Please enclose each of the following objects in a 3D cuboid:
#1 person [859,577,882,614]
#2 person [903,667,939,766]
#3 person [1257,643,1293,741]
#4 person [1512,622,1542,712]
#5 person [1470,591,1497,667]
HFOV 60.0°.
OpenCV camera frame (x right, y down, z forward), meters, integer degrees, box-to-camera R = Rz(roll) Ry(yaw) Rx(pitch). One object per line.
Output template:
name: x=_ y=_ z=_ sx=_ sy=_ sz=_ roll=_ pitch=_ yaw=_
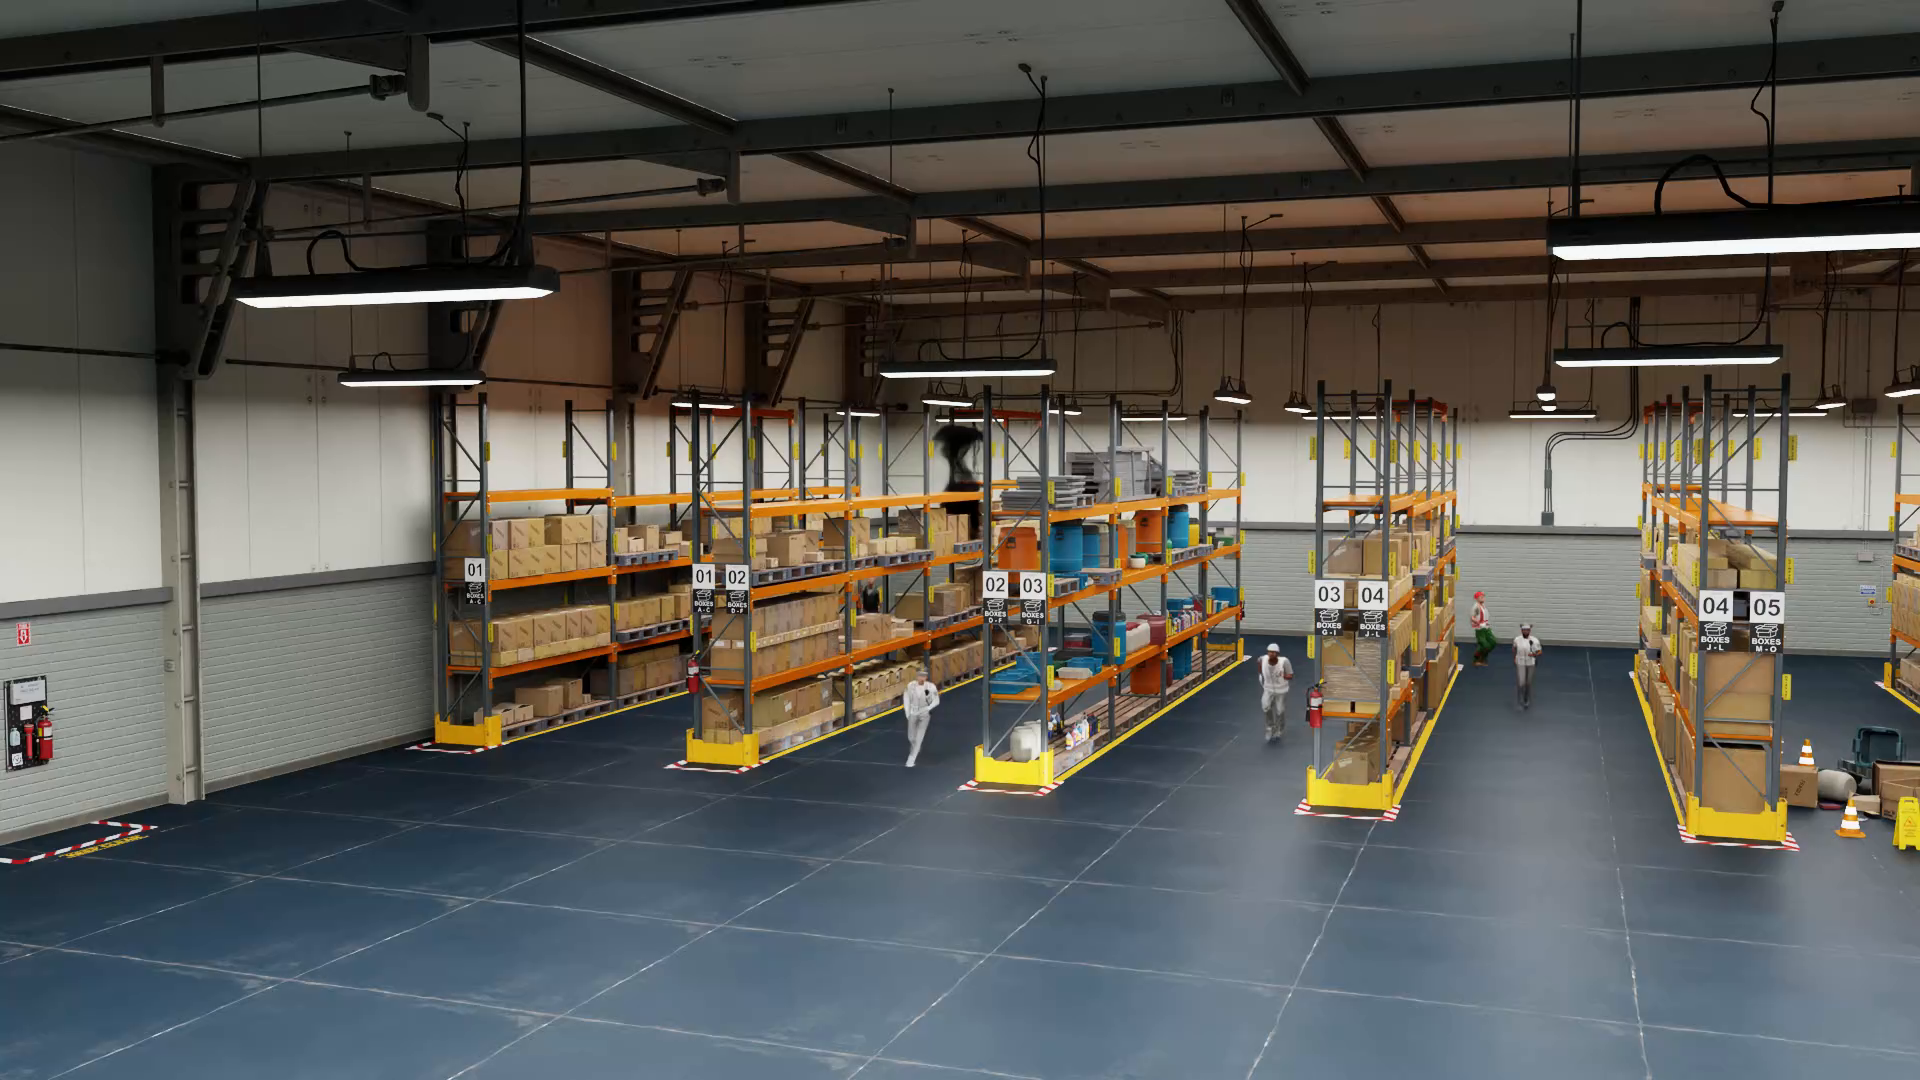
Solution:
person: x=-2.157 y=1.759 z=40.537 sx=0.660 sy=1.622 sz=0.599 roll=1 pitch=3 yaw=13
person: x=-0.619 y=2.797 z=26.522 sx=0.593 sy=1.614 sz=0.594 roll=0 pitch=3 yaw=3
person: x=5.391 y=2.603 z=28.514 sx=0.663 sy=1.704 sz=0.910 roll=1 pitch=3 yaw=20
person: x=10.961 y=2.457 z=32.169 sx=0.554 sy=1.736 sz=0.717 roll=1 pitch=3 yaw=19
person: x=12.163 y=2.077 z=38.664 sx=0.706 sy=1.760 sz=0.560 roll=-3 pitch=4 yaw=-44
